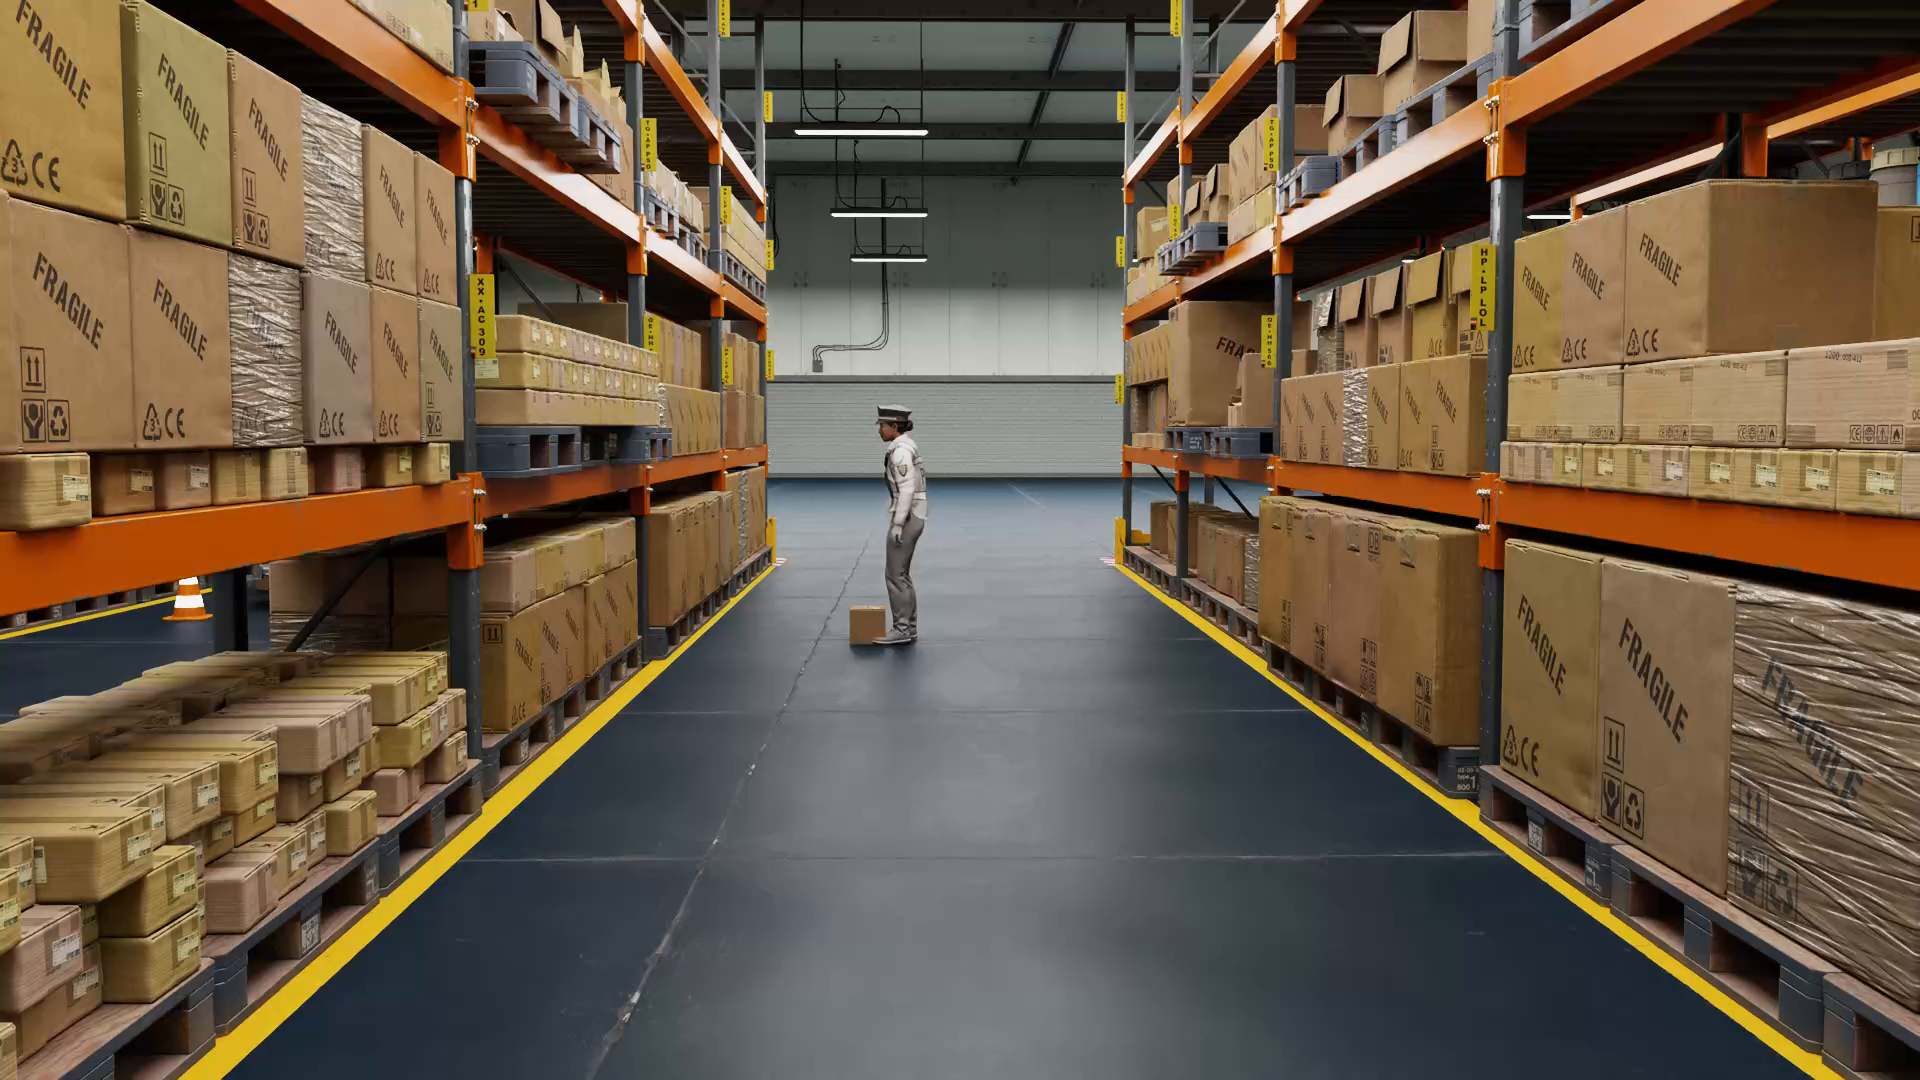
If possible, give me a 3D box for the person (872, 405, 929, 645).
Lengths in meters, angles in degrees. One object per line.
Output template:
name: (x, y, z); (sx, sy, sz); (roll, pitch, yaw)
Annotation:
person: (-0.422, -0.111, 11.616); (0.407, 1.663, 0.528); (0, 4, -1)
